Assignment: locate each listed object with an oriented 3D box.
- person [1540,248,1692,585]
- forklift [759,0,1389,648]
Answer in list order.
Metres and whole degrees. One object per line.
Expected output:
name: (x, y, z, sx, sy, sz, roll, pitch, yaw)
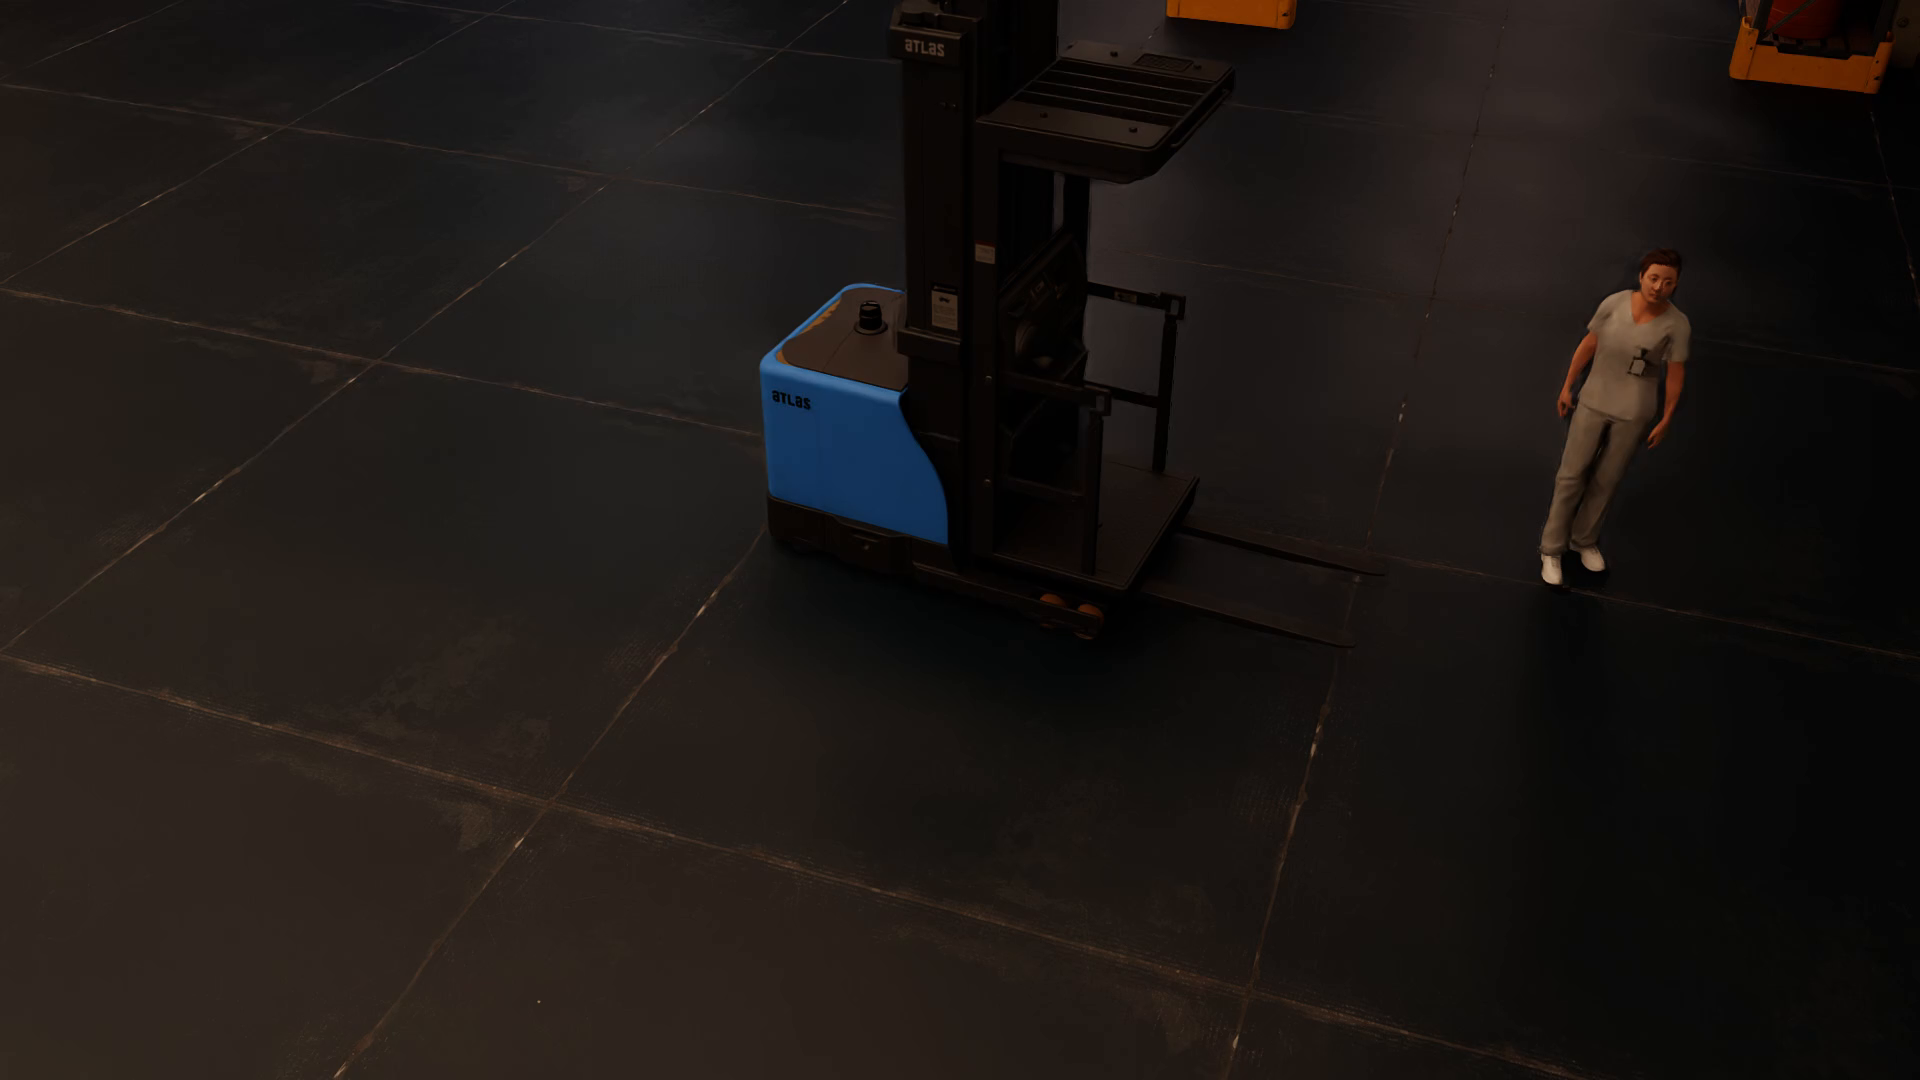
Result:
person: (3.129, -0.580, 8.007, 0.526, 1.675, 0.627, 20, 40, 26)
forklift: (0.568, -1.071, 7.622, 3.031, 2.935, 1.130, 15, 38, 20)
